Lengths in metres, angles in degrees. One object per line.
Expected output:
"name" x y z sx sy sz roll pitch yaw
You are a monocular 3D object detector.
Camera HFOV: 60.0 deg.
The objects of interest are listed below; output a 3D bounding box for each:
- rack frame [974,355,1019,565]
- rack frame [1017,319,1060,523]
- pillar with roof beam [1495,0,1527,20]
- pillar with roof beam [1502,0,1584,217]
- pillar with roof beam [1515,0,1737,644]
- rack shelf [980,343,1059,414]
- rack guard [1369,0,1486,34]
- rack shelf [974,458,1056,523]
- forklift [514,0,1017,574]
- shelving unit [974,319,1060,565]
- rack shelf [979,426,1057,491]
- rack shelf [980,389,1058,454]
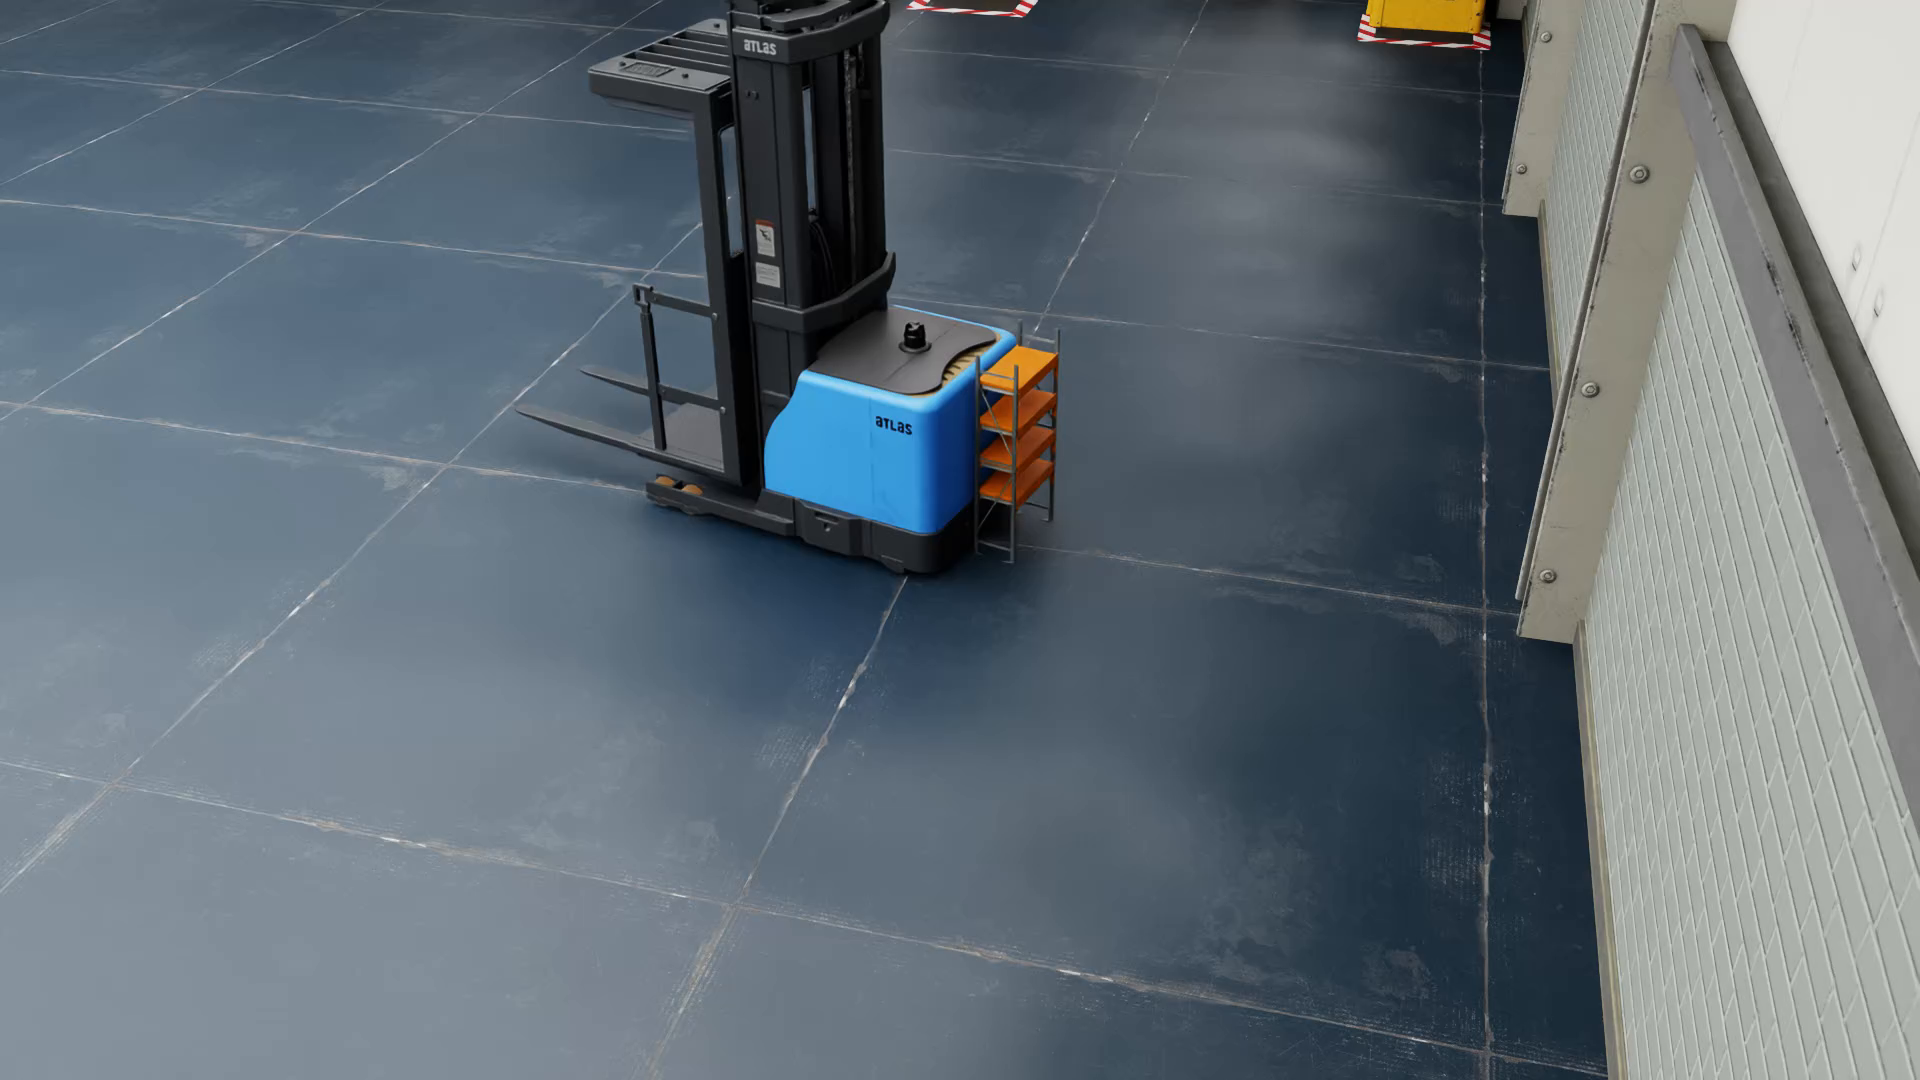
"rack frame" 0.188 -0.405 8.768 0.240 1.200 0.015 16 36 23
"rack frame" 0.417 -0.636 9.132 0.240 1.200 0.015 16 36 23
"pillar with roof beam" 1.922 -10.203 16.912 9.100 9.000 0.400 8 33 12
"pillar with roof beam" 0.399 -7.090 12.015 9.100 9.000 0.400 8 33 12
"pillar with roof beam" -1.123 -3.976 7.117 9.100 9.000 0.400 8 33 12
"rack shelf" 0.303 -0.852 8.739 0.258 0.148 0.480 16 36 23
"rack guard" 5.031 -5.780 17.875 1.175 0.500 0.348 8 33 12
"rack shelf" 0.303 -0.296 9.093 0.258 0.148 0.480 16 36 23
"forklift" -1.218 -1.613 9.056 3.031 2.935 1.130 16 36 24
"shelving unit" 0.303 -0.520 8.950 0.258 1.200 0.503 16 36 23
"rack shelf" 0.303 -0.464 8.986 0.258 0.148 0.480 16 36 23
"rack shelf" 0.303 -0.652 8.866 0.258 0.148 0.480 16 36 23
